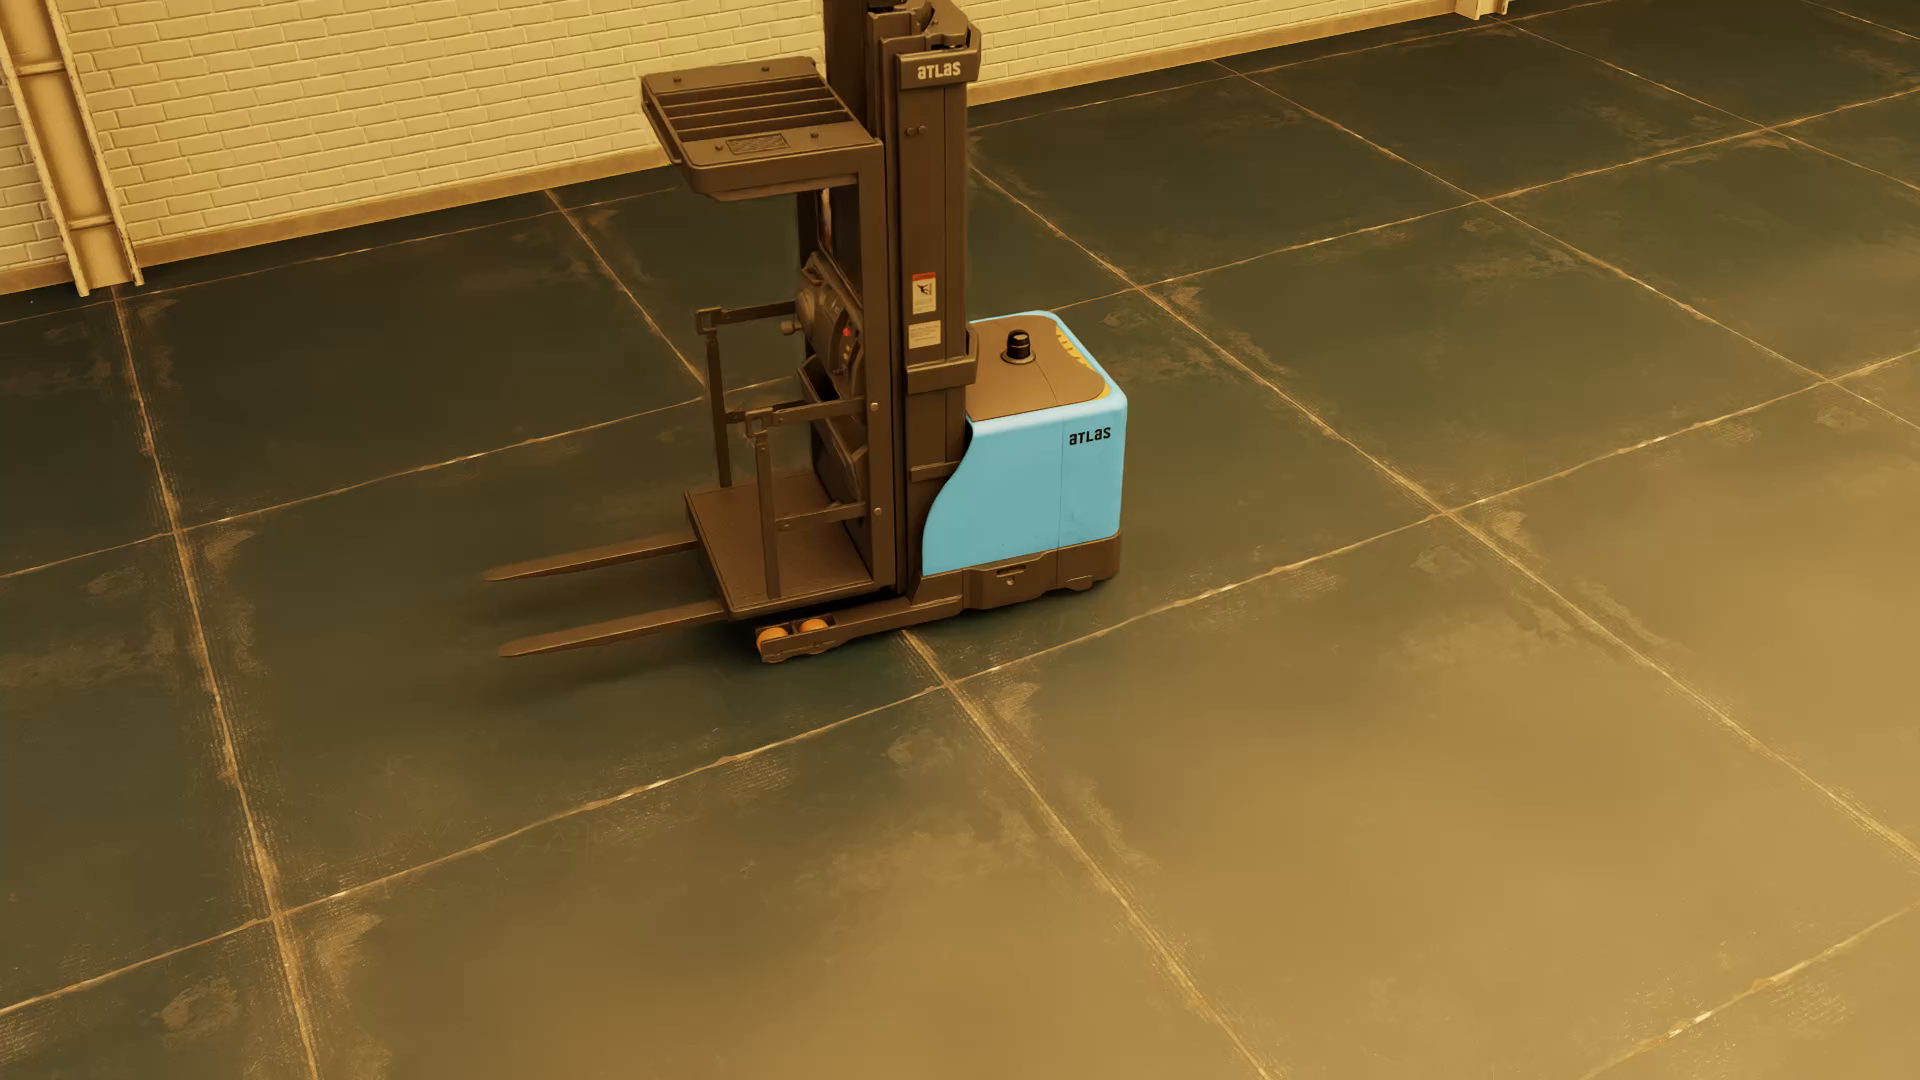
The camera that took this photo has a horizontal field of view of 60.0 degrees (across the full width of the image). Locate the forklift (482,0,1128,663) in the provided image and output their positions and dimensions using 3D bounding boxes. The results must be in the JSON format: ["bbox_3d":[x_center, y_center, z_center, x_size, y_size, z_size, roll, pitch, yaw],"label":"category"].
[{"bbox_3d":[-0.773,-0.962,7.484,3.031,2.935,1.130,-12,37,-16],"label":"forklift"}]

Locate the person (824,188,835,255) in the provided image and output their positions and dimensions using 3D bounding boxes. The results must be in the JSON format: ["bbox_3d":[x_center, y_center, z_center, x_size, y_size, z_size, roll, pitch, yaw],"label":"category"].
[{"bbox_3d":[-0.591,-1.414,9.189,0.493,1.702,0.894,-10,36,-13],"label":"person"}]
